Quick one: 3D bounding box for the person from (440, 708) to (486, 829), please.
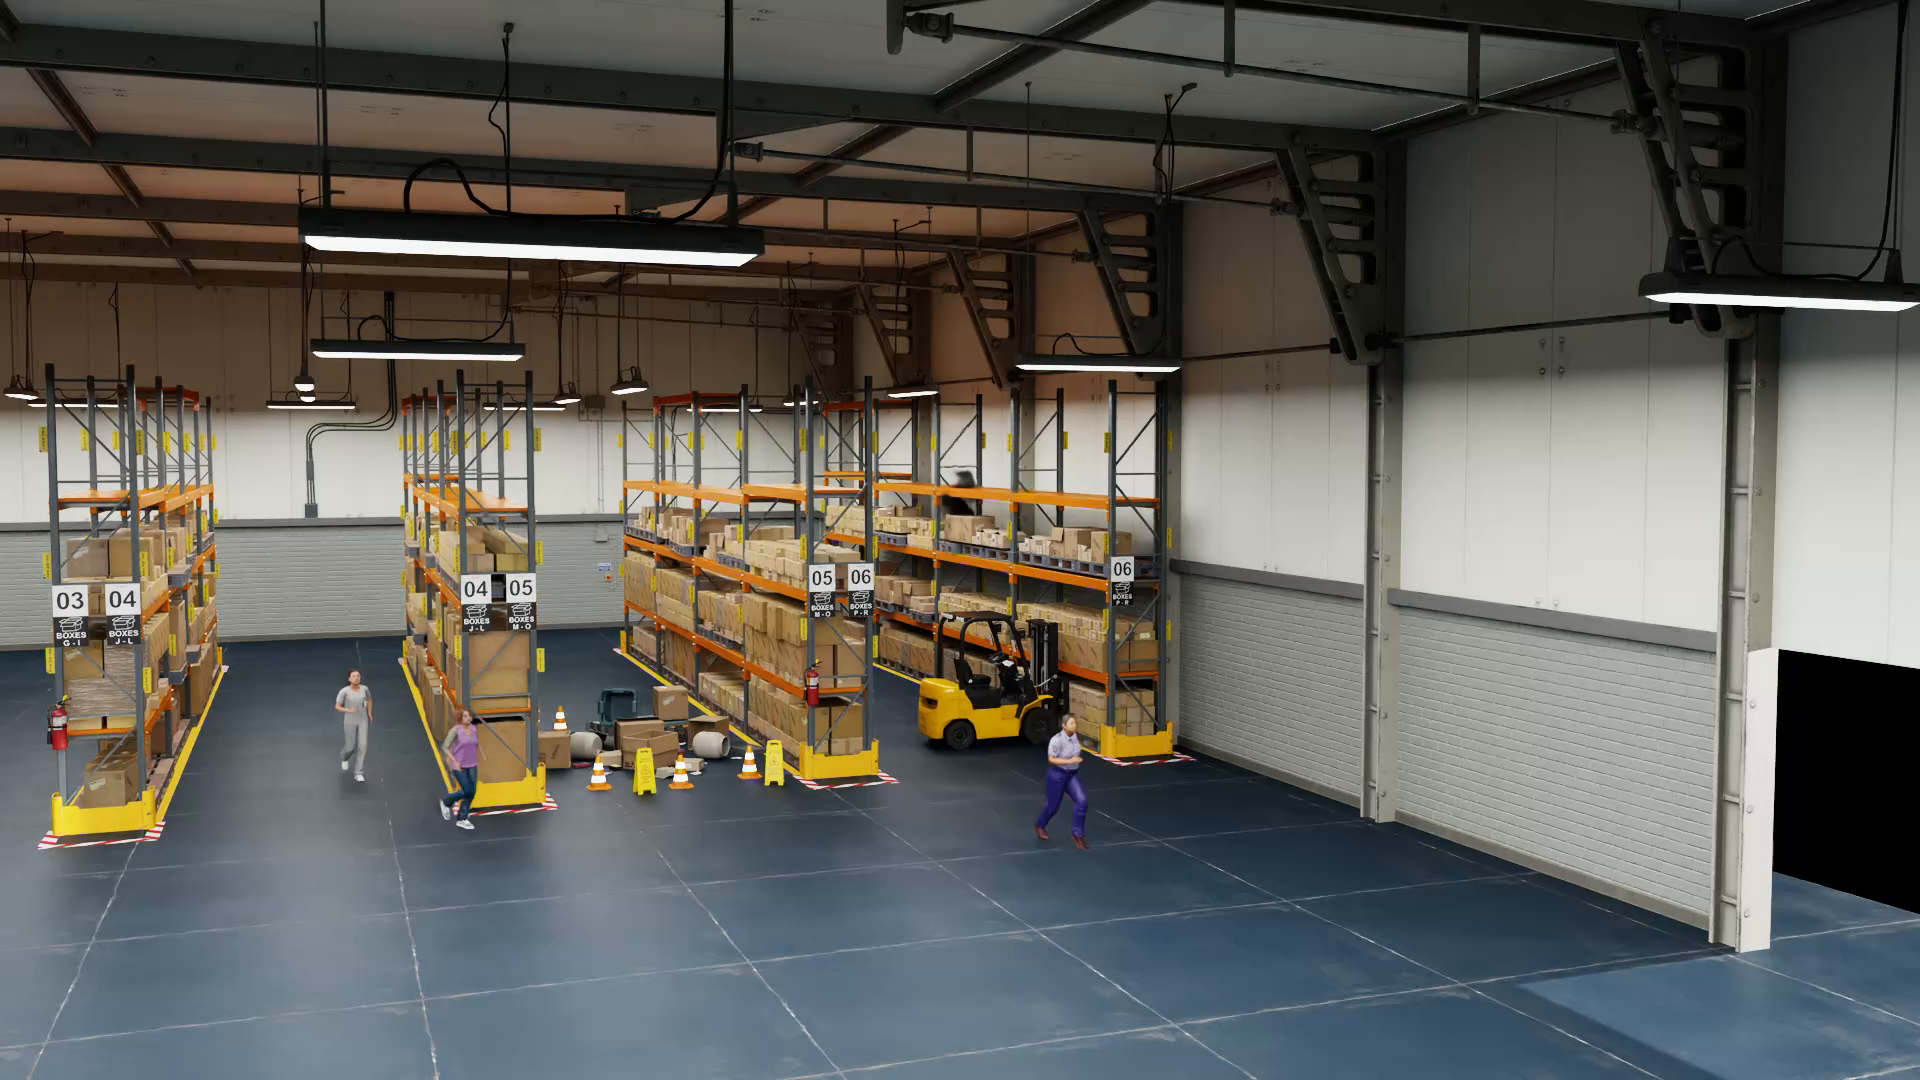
[{"bbox_3d":[-6.457,2.964,21.664,0.571,1.570,0.530,2,4,34],"label":"person"}]

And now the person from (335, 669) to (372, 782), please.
[{"bbox_3d":[-9.005,2.727,24.735,0.577,1.641,0.794,-3,4,-37],"label":"person"}]

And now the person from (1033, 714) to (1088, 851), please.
[{"bbox_3d":[1.245,2.994,20.650,0.627,1.682,0.855,-3,5,-44],"label":"person"}]
